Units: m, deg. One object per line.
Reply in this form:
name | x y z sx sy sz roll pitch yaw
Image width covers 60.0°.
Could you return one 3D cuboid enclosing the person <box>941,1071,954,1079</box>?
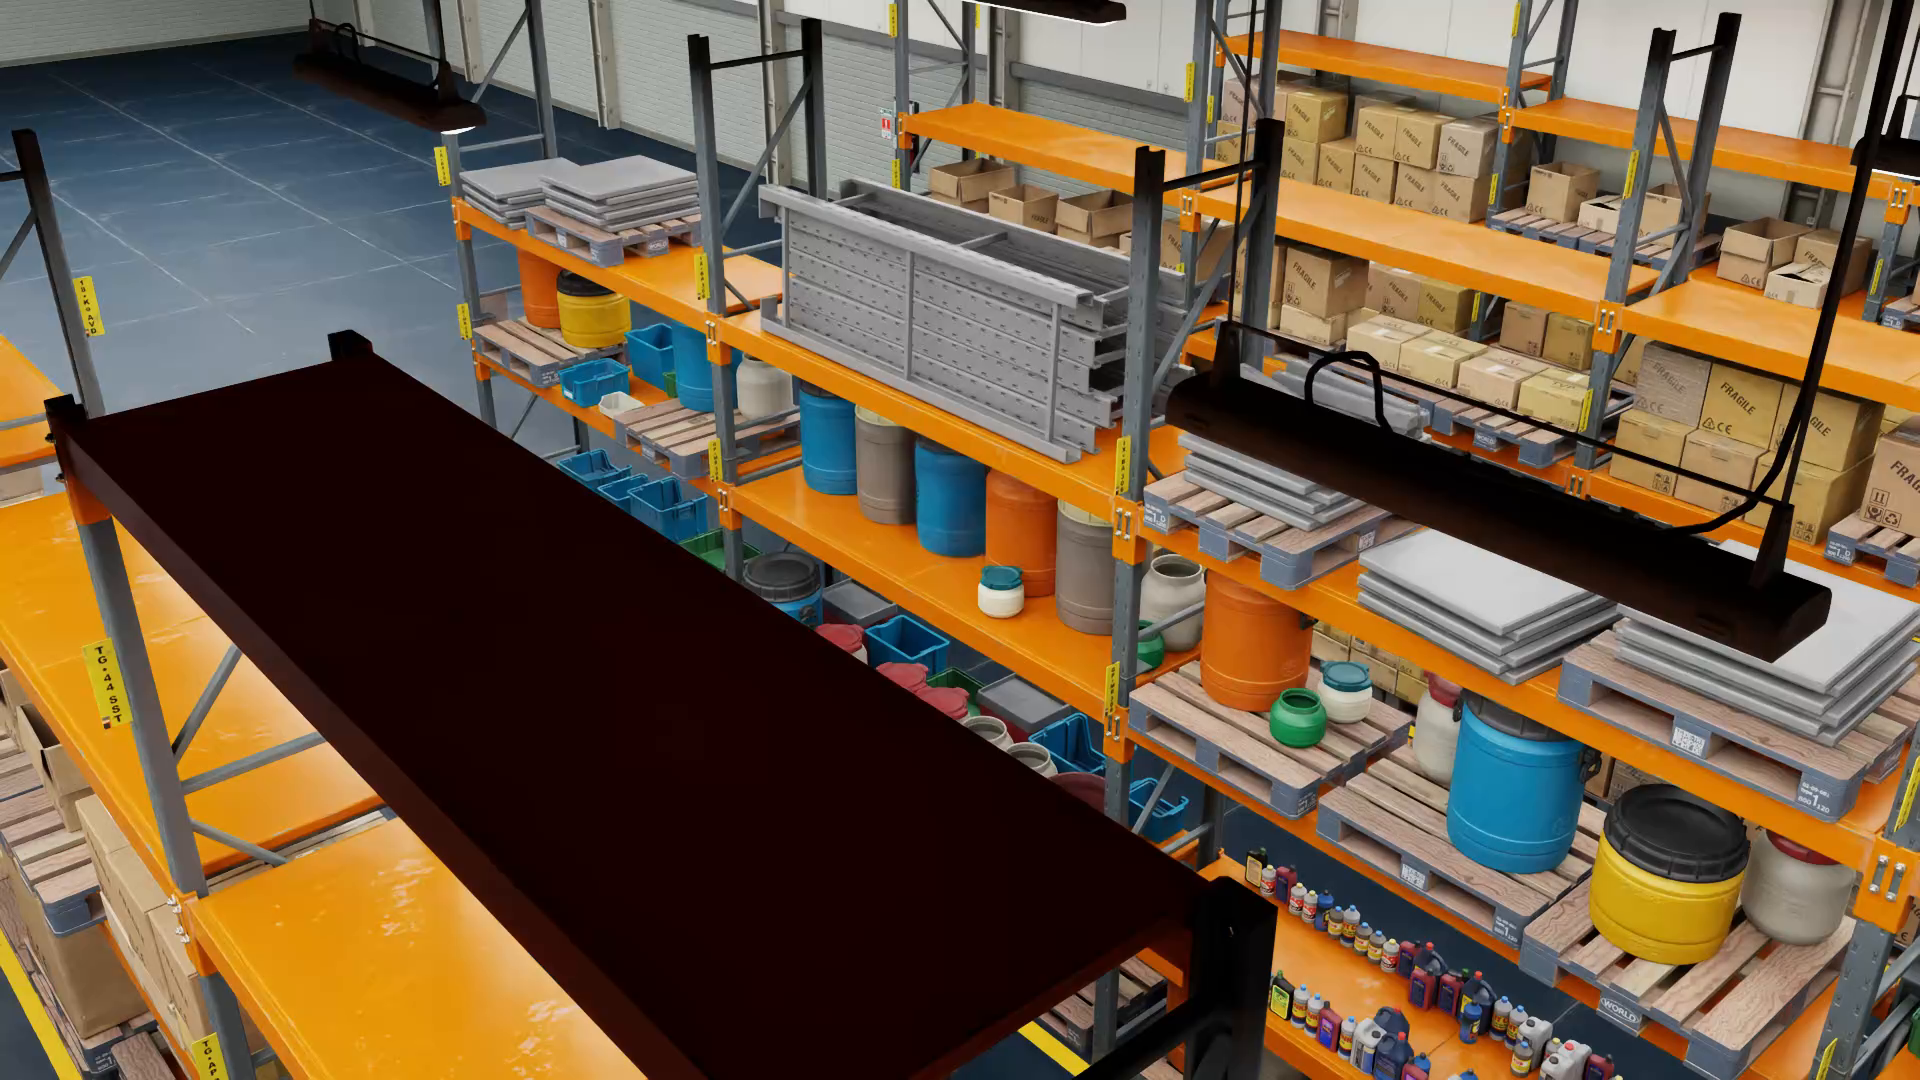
person | -0.328 3.220 9.169 0.724 1.633 0.630 -15 31 -27
